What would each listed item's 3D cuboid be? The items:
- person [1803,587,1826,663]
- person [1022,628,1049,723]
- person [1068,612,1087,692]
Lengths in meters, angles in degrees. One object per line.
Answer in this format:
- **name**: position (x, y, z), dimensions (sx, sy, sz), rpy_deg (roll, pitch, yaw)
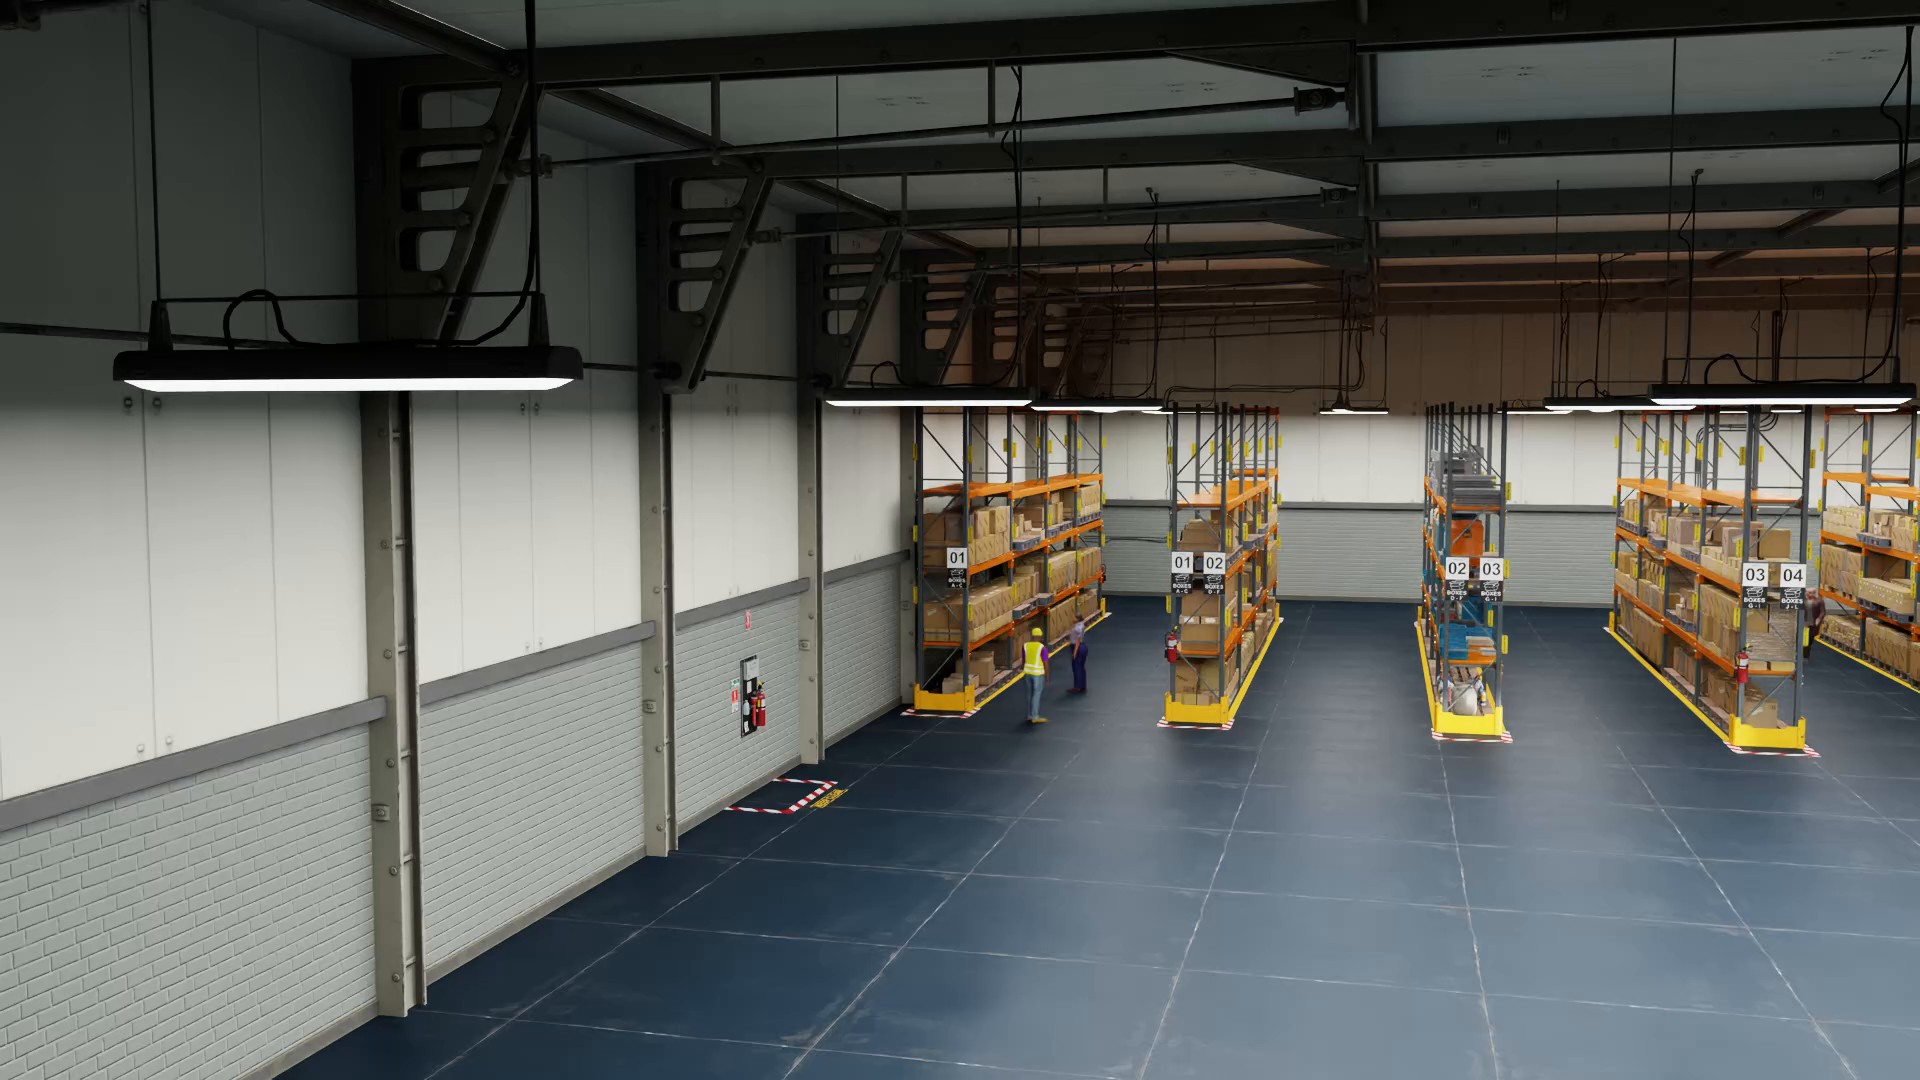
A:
- **person**: position (19.992, 2.011, 39.062), dimensions (0.546, 1.813, 0.936), rpy_deg (1, 4, 15)
- **person**: position (1.446, 2.531, 31.193), dimensions (0.592, 1.781, 0.430), rpy_deg (4, 6, 41)
- **person**: position (2.451, 2.334, 34.711), dimensions (0.377, 1.662, 0.548), rpy_deg (1, 4, 12)
